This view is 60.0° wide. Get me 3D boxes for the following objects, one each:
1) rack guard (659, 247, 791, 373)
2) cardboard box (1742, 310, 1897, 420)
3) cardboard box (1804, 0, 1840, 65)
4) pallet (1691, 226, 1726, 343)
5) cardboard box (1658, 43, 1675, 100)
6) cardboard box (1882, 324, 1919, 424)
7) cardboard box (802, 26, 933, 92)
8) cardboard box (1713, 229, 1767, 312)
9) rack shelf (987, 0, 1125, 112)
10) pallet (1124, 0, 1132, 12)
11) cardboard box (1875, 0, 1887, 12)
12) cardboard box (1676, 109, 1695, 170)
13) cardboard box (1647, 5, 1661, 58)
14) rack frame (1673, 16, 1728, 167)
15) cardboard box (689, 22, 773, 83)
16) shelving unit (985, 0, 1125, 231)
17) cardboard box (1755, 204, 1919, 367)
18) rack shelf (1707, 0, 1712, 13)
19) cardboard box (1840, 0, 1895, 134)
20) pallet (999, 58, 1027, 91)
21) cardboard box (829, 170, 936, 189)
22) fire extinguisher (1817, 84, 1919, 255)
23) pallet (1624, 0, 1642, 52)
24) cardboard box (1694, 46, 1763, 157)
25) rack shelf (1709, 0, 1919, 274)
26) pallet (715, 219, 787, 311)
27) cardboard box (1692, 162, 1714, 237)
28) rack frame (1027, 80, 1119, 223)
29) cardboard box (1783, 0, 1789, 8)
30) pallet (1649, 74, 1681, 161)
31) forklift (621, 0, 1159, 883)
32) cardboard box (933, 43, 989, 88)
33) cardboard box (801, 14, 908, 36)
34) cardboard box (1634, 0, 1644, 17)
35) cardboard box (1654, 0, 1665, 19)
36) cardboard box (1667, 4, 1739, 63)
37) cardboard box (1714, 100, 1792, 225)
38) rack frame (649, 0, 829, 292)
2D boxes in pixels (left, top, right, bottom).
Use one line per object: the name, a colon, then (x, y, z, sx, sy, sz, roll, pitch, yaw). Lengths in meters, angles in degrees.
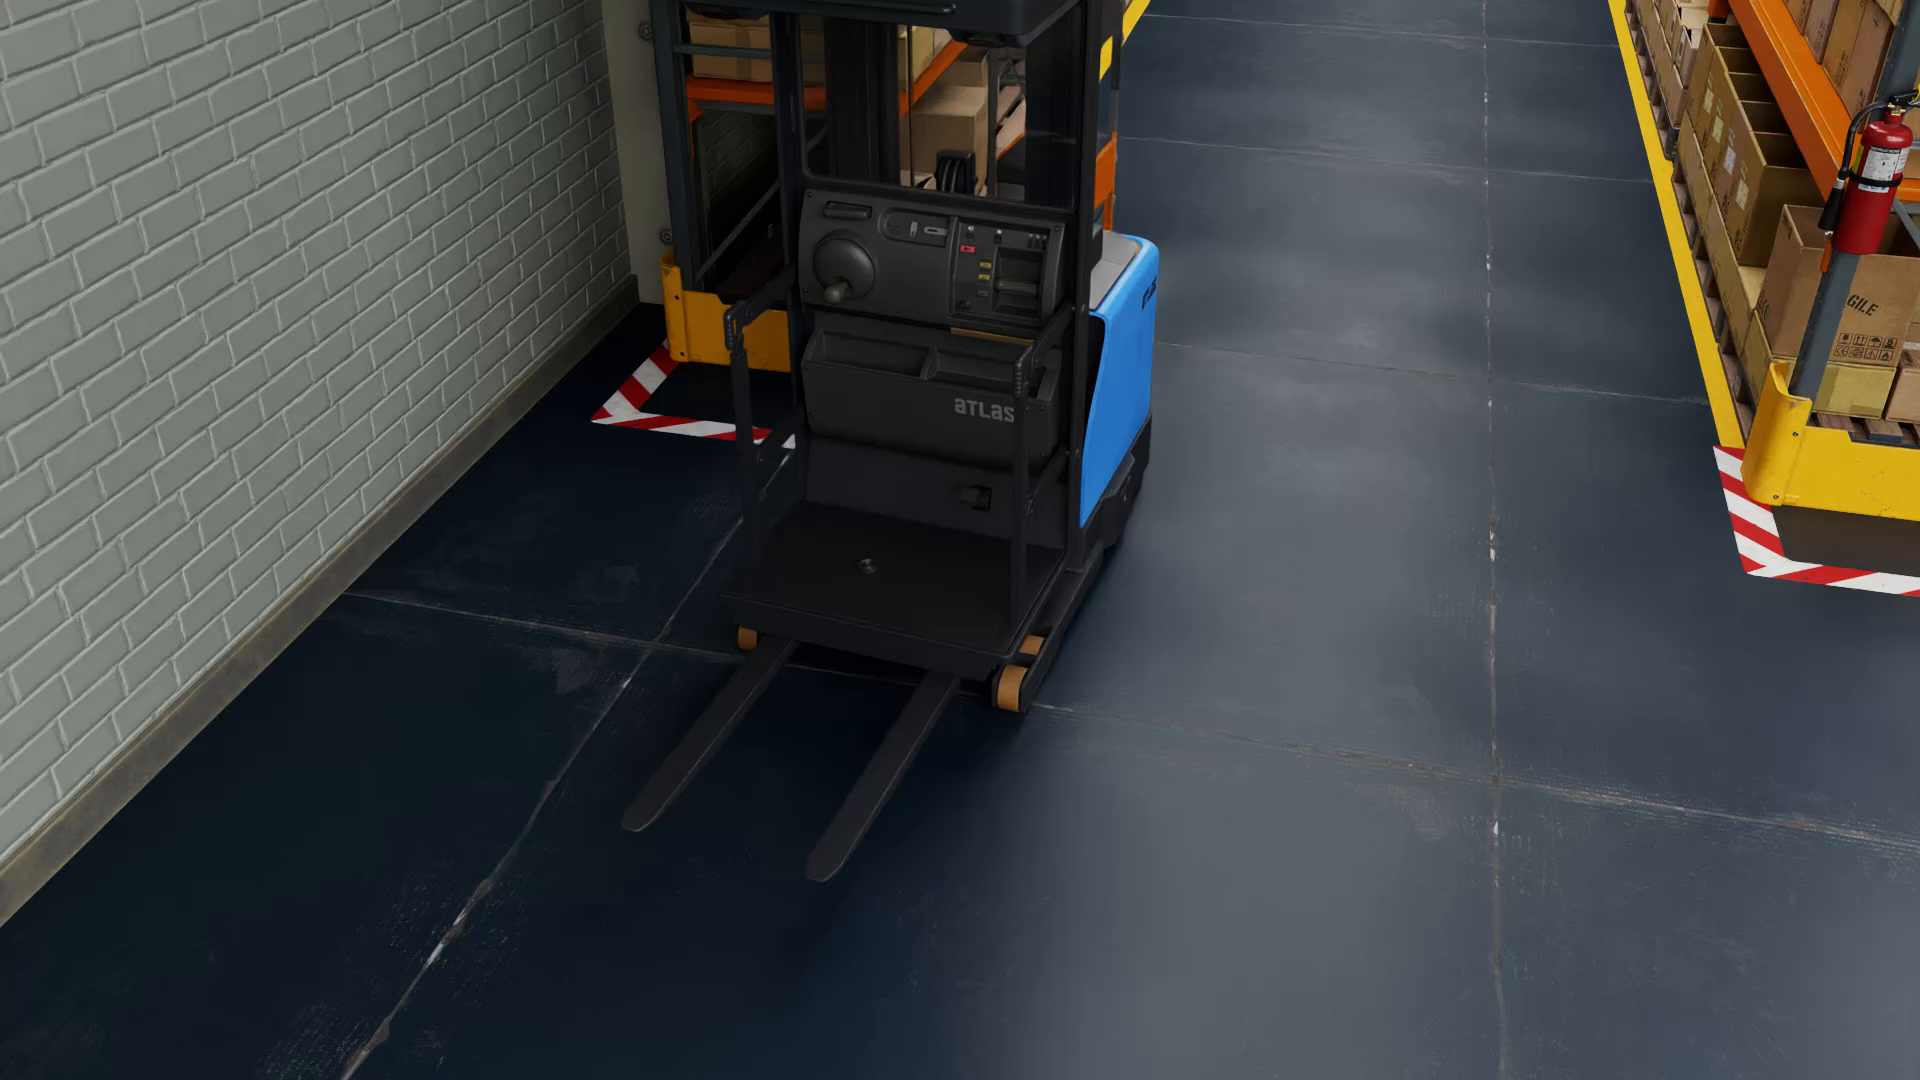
rack guard: (-0.836, -1.106, 8.023, 1.175, 0.500, 0.348, 8, 33, 12)
cardboard box: (3.788, -0.784, 7.359, 0.500, 0.250, 0.500, 8, 33, 12)
cardboard box: (4.459, -2.535, 7.848, 0.700, 0.500, 0.500, 9, 34, 14)
pallet: (4.403, -1.305, 8.607, 1.003, 0.211, 1.213, 8, 33, 12)
cardboard box: (4.908, -3.058, 10.936, 0.500, 0.250, 0.500, 8, 33, 12)
cardboard box: (4.289, -0.713, 7.248, 0.500, 0.250, 0.500, 8, 33, 12)
cardboard box: (-0.424, -2.276, 7.656, 0.500, 0.250, 0.500, 7, 33, 11)
cardboard box: (4.028, -1.305, 8.178, 0.500, 0.250, 0.500, 8, 33, 12)
rack shelf: (0.392, -2.026, 6.698, 0.431, 0.518, 0.480, 11, 34, 17)
pallet: (0.976, -4.690, 13.931, 1.003, 0.211, 1.213, 8, 33, 12)
cardboard box: (3.980, -2.257, 6.807, 0.380, 0.149, 0.250, 8, 33, 12)
cardboard box: (4.542, -2.342, 9.809, 0.500, 0.250, 0.500, 8, 33, 12)
cardboard box: (5.168, -3.587, 11.769, 0.500, 0.250, 0.500, 9, 33, 13)
rack frame: (4.953, -3.524, 9.498, 1.000, 3.000, 0.127, 8, 33, 12)
cardboard box: (-0.924, -2.335, 7.748, 0.500, 0.250, 0.500, 8, 33, 13)
shelving unit: (0.390, -1.445, 7.062, 0.431, 2.100, 0.503, 11, 34, 17)
cardboard box: (3.786, -1.101, 7.158, 0.500, 0.500, 0.500, 8, 33, 12)
rack shelf: (5.460, -4.259, 11.323, 1.077, 0.370, 4.000, 8, 33, 12)
cardboard box: (4.197, -2.004, 7.014, 0.700, 0.500, 0.500, 9, 34, 14)
pallet: (0.356, -3.424, 11.940, 1.003, 0.211, 1.213, 8, 33, 12)
cardboard box: (-0.448, -1.815, 8.905, 0.500, 0.311, 0.500, 11, 34, 16)
fire extinguisher: (3.458, -1.418, 6.256, 0.296, 0.674, 0.183, 8, 33, 12)
pallet: (5.721, -4.001, 12.847, 1.003, 0.211, 1.213, 8, 33, 12)
cardboard box: (4.413, -2.399, 9.200, 0.500, 0.500, 0.500, 8, 33, 12)
rack shelf: (4.445, -2.183, 8.058, 1.077, 0.370, 4.000, 8, 33, 12)
pallet: (-0.595, -1.400, 8.756, 1.003, 0.211, 1.213, 8, 33, 12)
cardboard box: (4.278, -1.824, 8.995, 0.500, 0.250, 0.500, 8, 33, 12)
rack frame: (0.476, -1.566, 7.256, 0.400, 2.100, 0.015, 11, 34, 17)
cardboard box: (4.719, -3.061, 8.675, 0.700, 0.500, 0.500, 8, 33, 12)
pallet: (5.102, -2.735, 10.856, 1.003, 0.211, 1.213, 8, 33, 12)
forklift: (-0.178, -0.887, 5.414, 1.130, 2.935, 3.031, 11, 34, 17)
cardboard box: (-0.064, -2.783, 10.252, 0.500, 0.500, 0.500, 6, 33, 9)
cardboard box: (-0.443, -2.589, 7.449, 0.500, 0.500, 0.500, 8, 33, 12)
cardboard box: (5.424, -4.124, 12.613, 0.500, 0.250, 0.500, 7, 33, 11)
cardboard box: (5.164, -3.817, 11.607, 0.500, 0.311, 0.500, 8, 33, 12)
cardboard box: (4.904, -3.298, 10.790, 0.500, 0.311, 0.500, 9, 34, 14)
cardboard box: (4.154, -1.881, 8.385, 0.500, 0.500, 0.500, 8, 33, 12)
rack frame: (-0.855, -2.121, 7.290, 1.000, 3.000, 0.127, 8, 33, 12)
